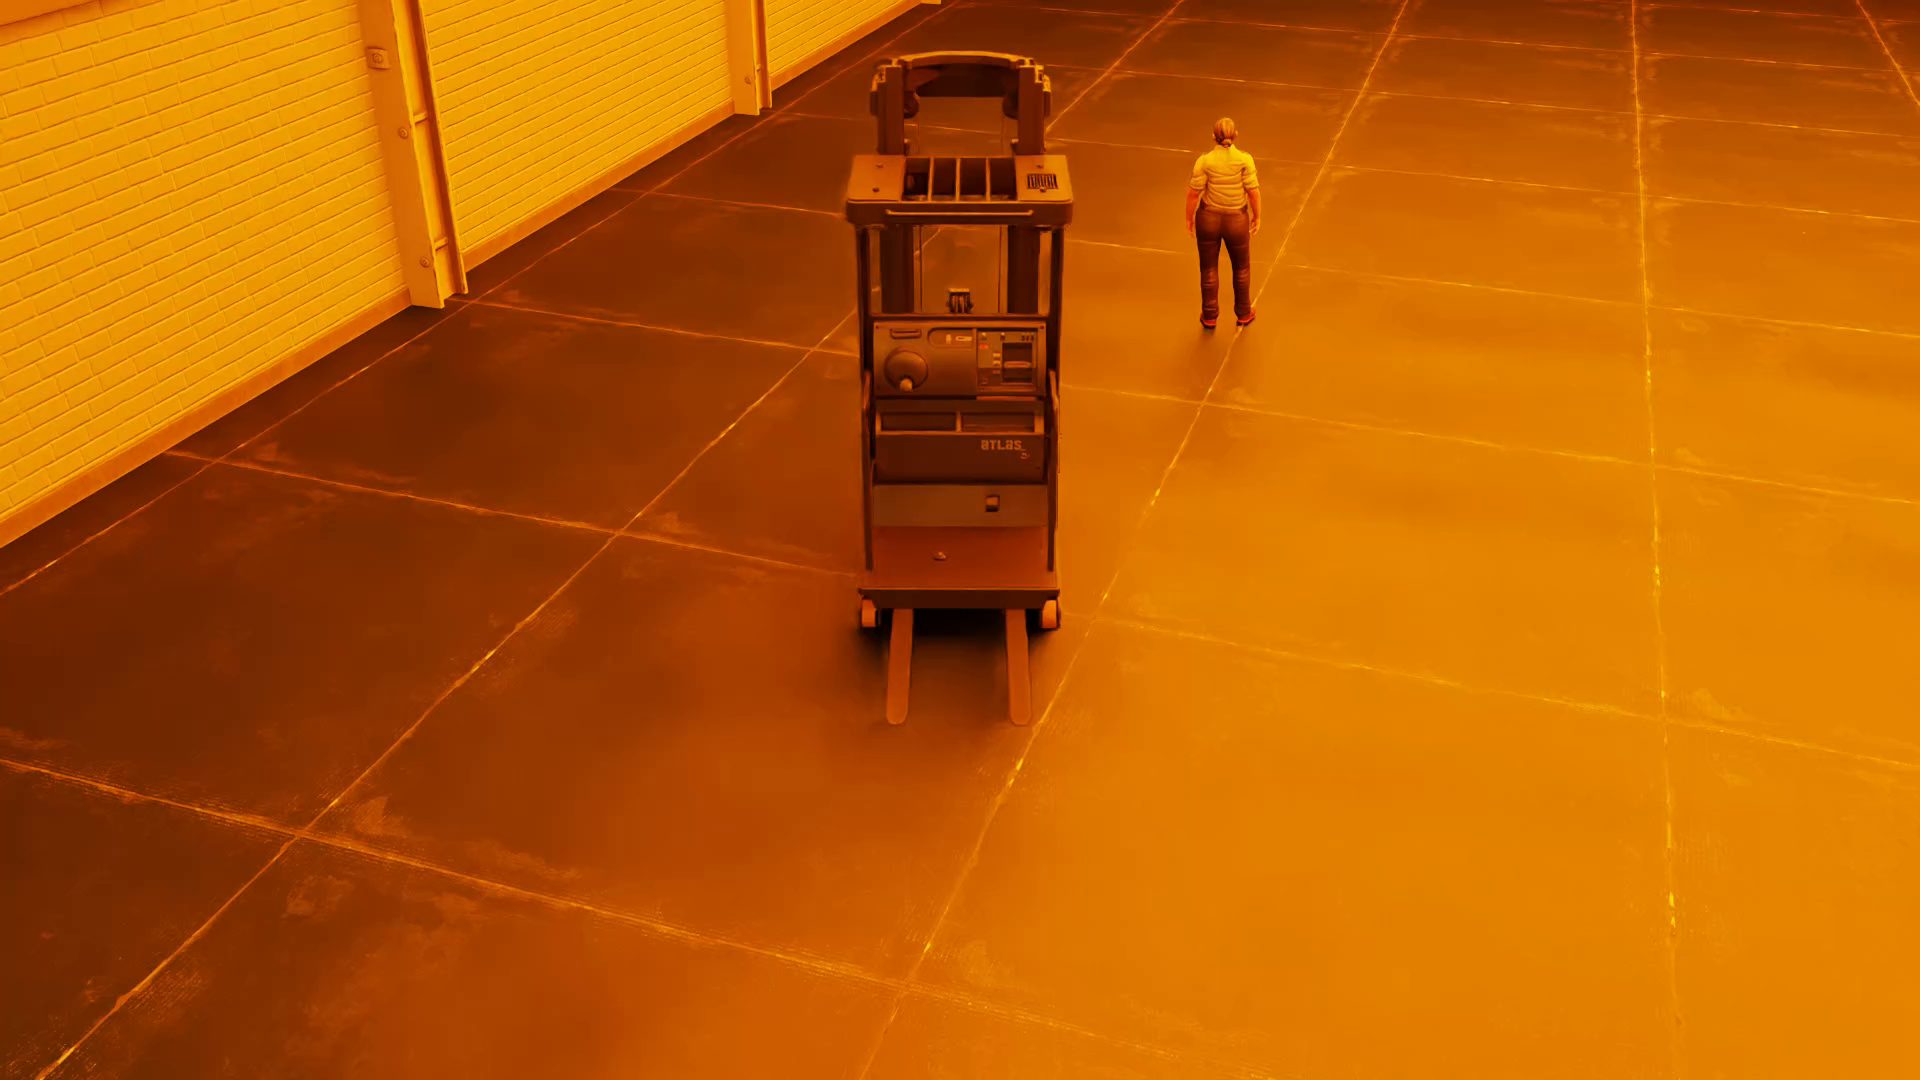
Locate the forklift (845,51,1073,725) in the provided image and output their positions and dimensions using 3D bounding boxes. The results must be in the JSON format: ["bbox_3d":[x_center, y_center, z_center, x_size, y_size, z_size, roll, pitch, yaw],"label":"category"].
[{"bbox_3d":[-0.001,-0.935,8.776,1.130,2.935,3.031,0,30,0],"label":"forklift"}]

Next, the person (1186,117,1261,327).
[{"bbox_3d":[2.023,-2.437,12.693,0.598,1.651,0.502,5,30,9],"label":"person"}]
